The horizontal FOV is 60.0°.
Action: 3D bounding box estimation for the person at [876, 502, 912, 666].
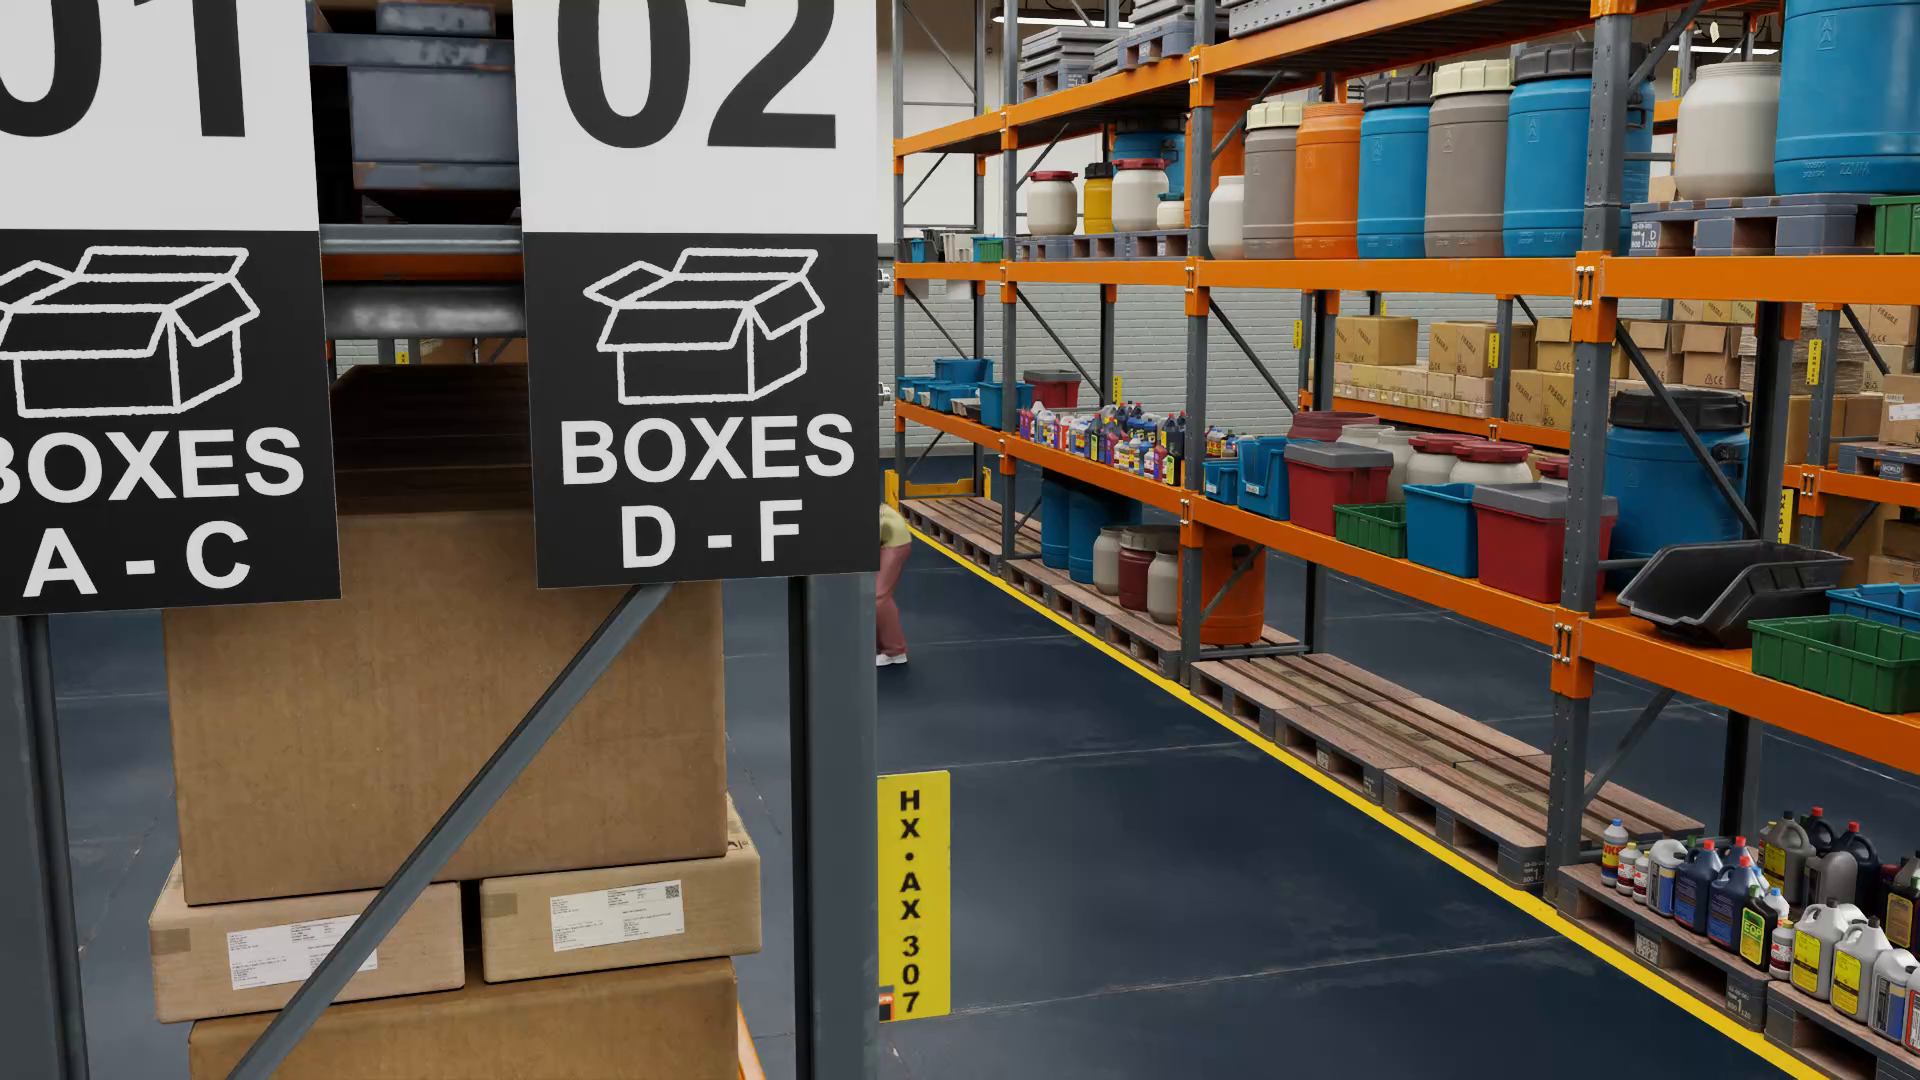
[{"bbox_3d":[-0.704,0.157,11.652,0.731,1.445,0.406,-3,10,-17],"label":"person"}]
